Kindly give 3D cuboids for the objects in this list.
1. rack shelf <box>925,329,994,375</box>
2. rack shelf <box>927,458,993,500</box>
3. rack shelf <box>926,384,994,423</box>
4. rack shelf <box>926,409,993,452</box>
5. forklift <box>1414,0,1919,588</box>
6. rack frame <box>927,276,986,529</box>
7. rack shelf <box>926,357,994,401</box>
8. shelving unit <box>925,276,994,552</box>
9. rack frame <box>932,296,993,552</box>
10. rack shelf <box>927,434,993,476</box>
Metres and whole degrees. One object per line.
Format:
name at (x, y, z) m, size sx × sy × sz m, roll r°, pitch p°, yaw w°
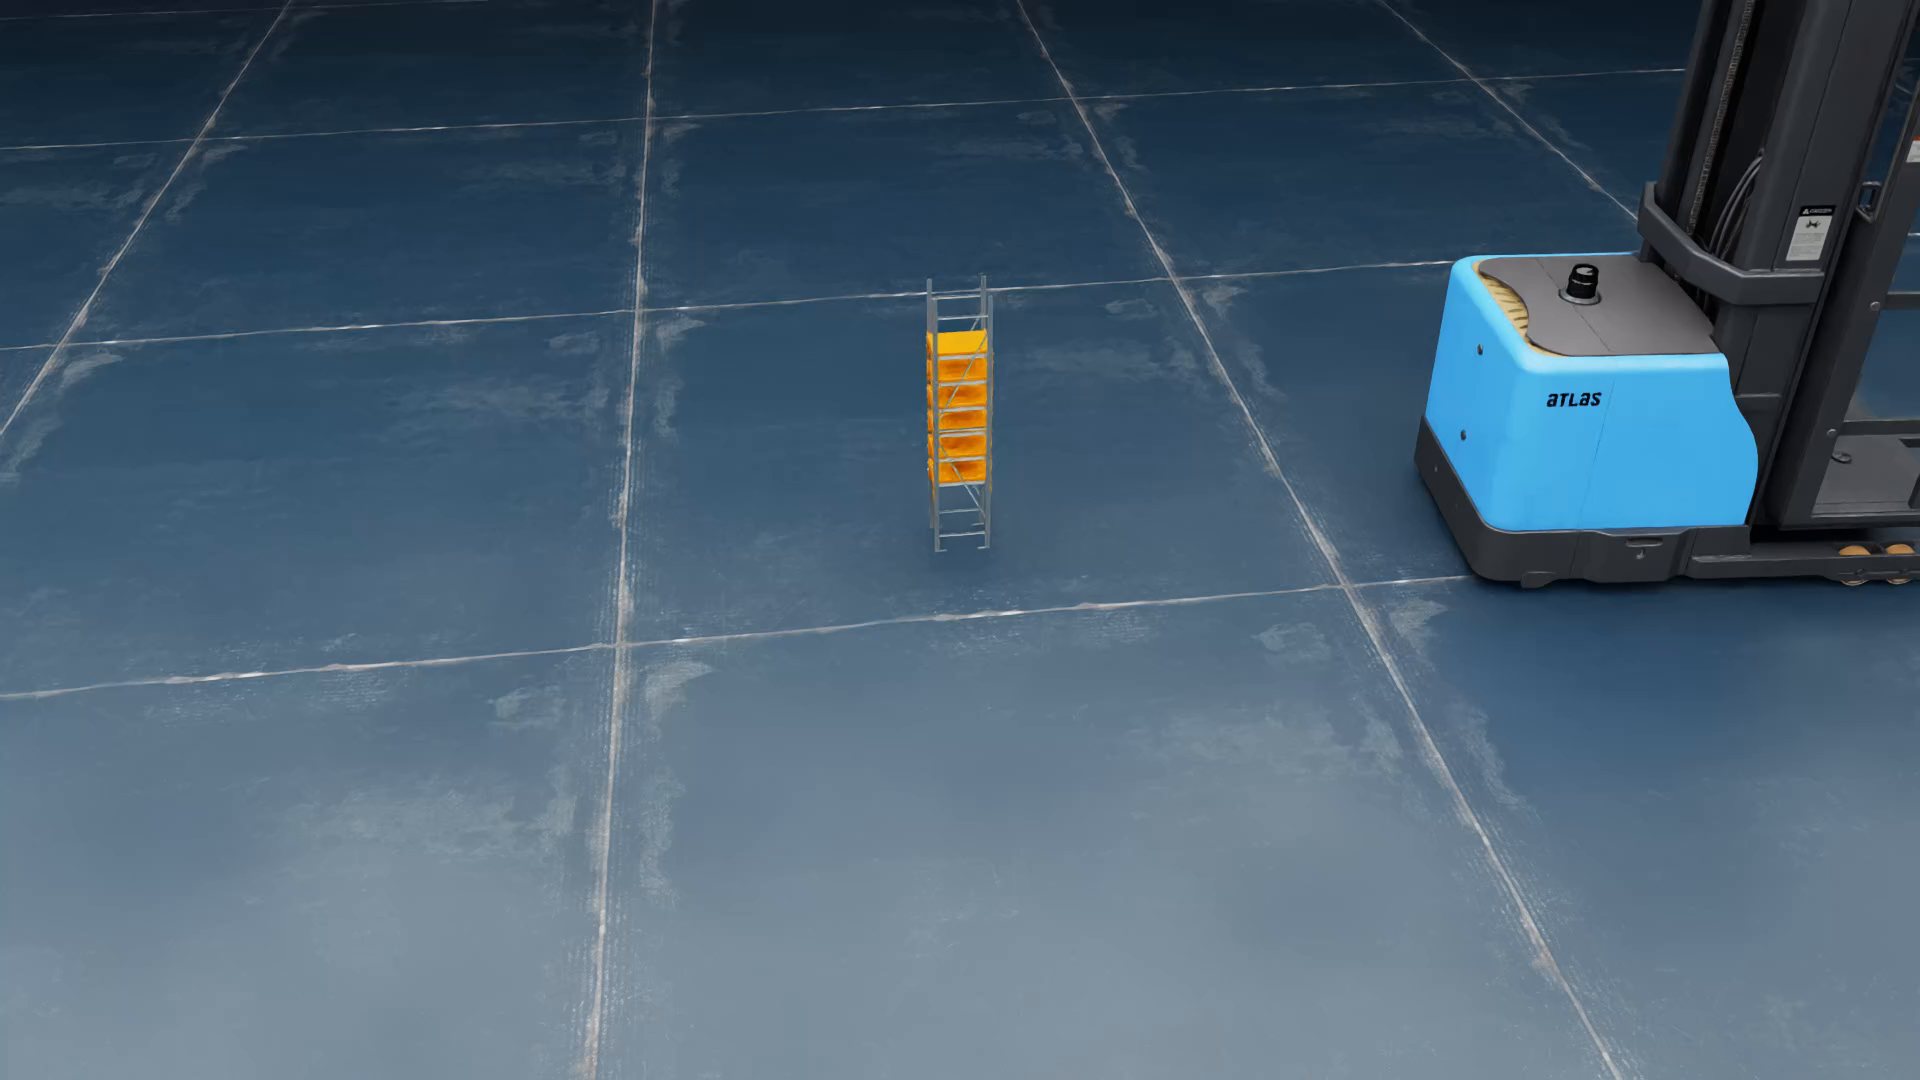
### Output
rack shelf at (-0.002, -0.765, 6.746) m, size 0.258 × 0.103 × 0.180 m, roll -4°, pitch 35°, yaw -6°
rack shelf at (-0.002, -0.269, 7.084) m, size 0.258 × 0.103 × 0.180 m, roll -4°, pitch 35°, yaw -6°
rack shelf at (-0.002, -0.566, 6.881) m, size 0.258 × 0.103 × 0.180 m, roll -4°, pitch 35°, yaw -6°
rack shelf at (-0.002, -0.467, 6.949) m, size 0.258 × 0.103 × 0.180 m, roll -4°, pitch 35°, yaw -6°
forklift at (3.625, -1.319, 6.582) m, size 3.031 × 2.935 × 1.130 m, roll -2°, pitch 34°, yaw -2°
rack frame at (-0.014, -0.555, 6.999) m, size 0.240 × 1.200 × 0.006 m, roll -4°, pitch 35°, yaw -6°
rack shelf at (-0.002, -0.665, 6.814) m, size 0.258 × 0.103 × 0.180 m, roll -4°, pitch 35°, yaw -6°
shelving unit at (-0.002, -0.504, 6.924) m, size 0.258 × 1.200 × 0.189 m, roll -4°, pitch 35°, yaw -6°
rack frame at (0.010, -0.453, 6.849) m, size 0.240 × 1.200 × 0.006 m, roll -4°, pitch 35°, yaw -6°
rack shelf at (-0.002, -0.368, 7.017) m, size 0.258 × 0.103 × 0.180 m, roll -4°, pitch 35°, yaw -6°
